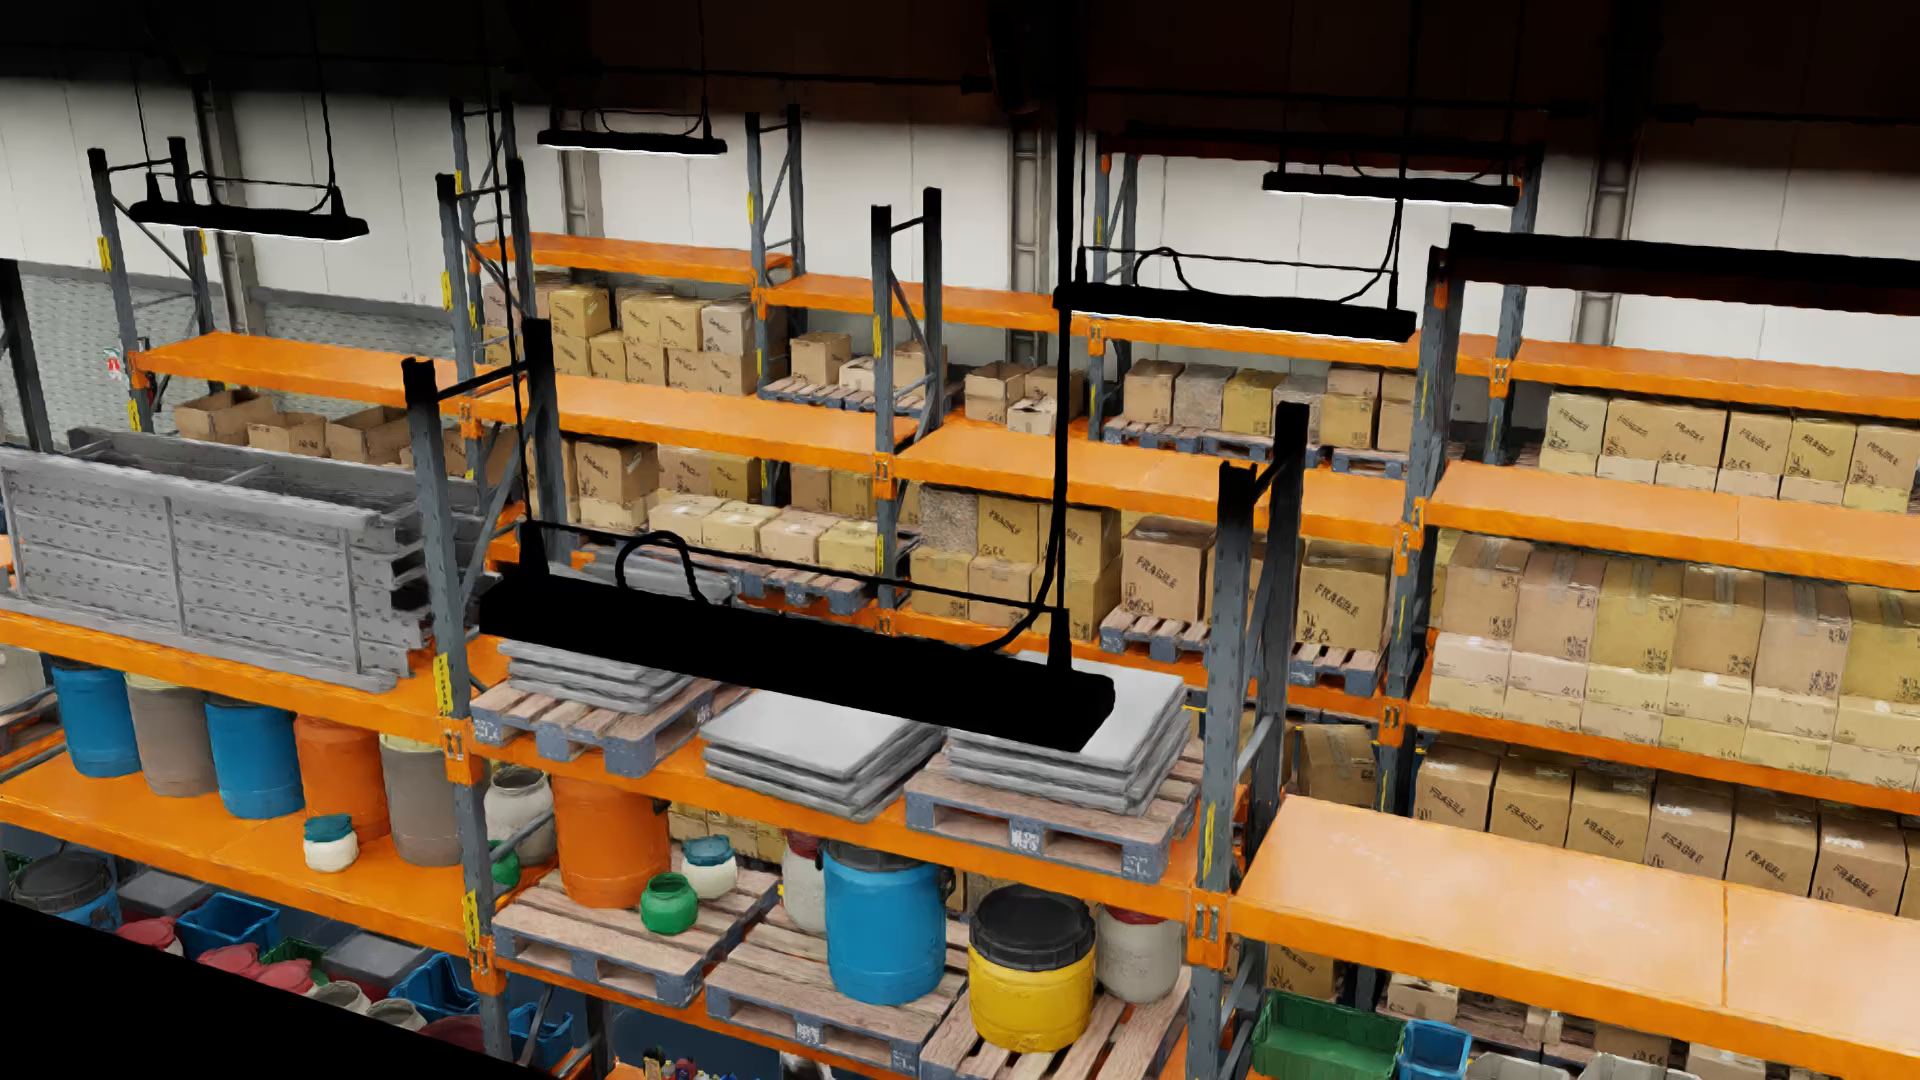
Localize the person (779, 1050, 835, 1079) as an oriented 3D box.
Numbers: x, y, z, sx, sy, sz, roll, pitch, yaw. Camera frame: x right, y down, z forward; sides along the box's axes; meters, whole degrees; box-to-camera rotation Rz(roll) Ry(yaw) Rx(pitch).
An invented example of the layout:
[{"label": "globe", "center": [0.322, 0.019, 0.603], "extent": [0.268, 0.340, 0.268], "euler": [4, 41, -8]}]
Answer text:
[{"label": "person", "center": [-0.977, 3.450, 11.085], "extent": [0.543, 1.667, 0.573], "euler": [-14, 24, -32]}]
